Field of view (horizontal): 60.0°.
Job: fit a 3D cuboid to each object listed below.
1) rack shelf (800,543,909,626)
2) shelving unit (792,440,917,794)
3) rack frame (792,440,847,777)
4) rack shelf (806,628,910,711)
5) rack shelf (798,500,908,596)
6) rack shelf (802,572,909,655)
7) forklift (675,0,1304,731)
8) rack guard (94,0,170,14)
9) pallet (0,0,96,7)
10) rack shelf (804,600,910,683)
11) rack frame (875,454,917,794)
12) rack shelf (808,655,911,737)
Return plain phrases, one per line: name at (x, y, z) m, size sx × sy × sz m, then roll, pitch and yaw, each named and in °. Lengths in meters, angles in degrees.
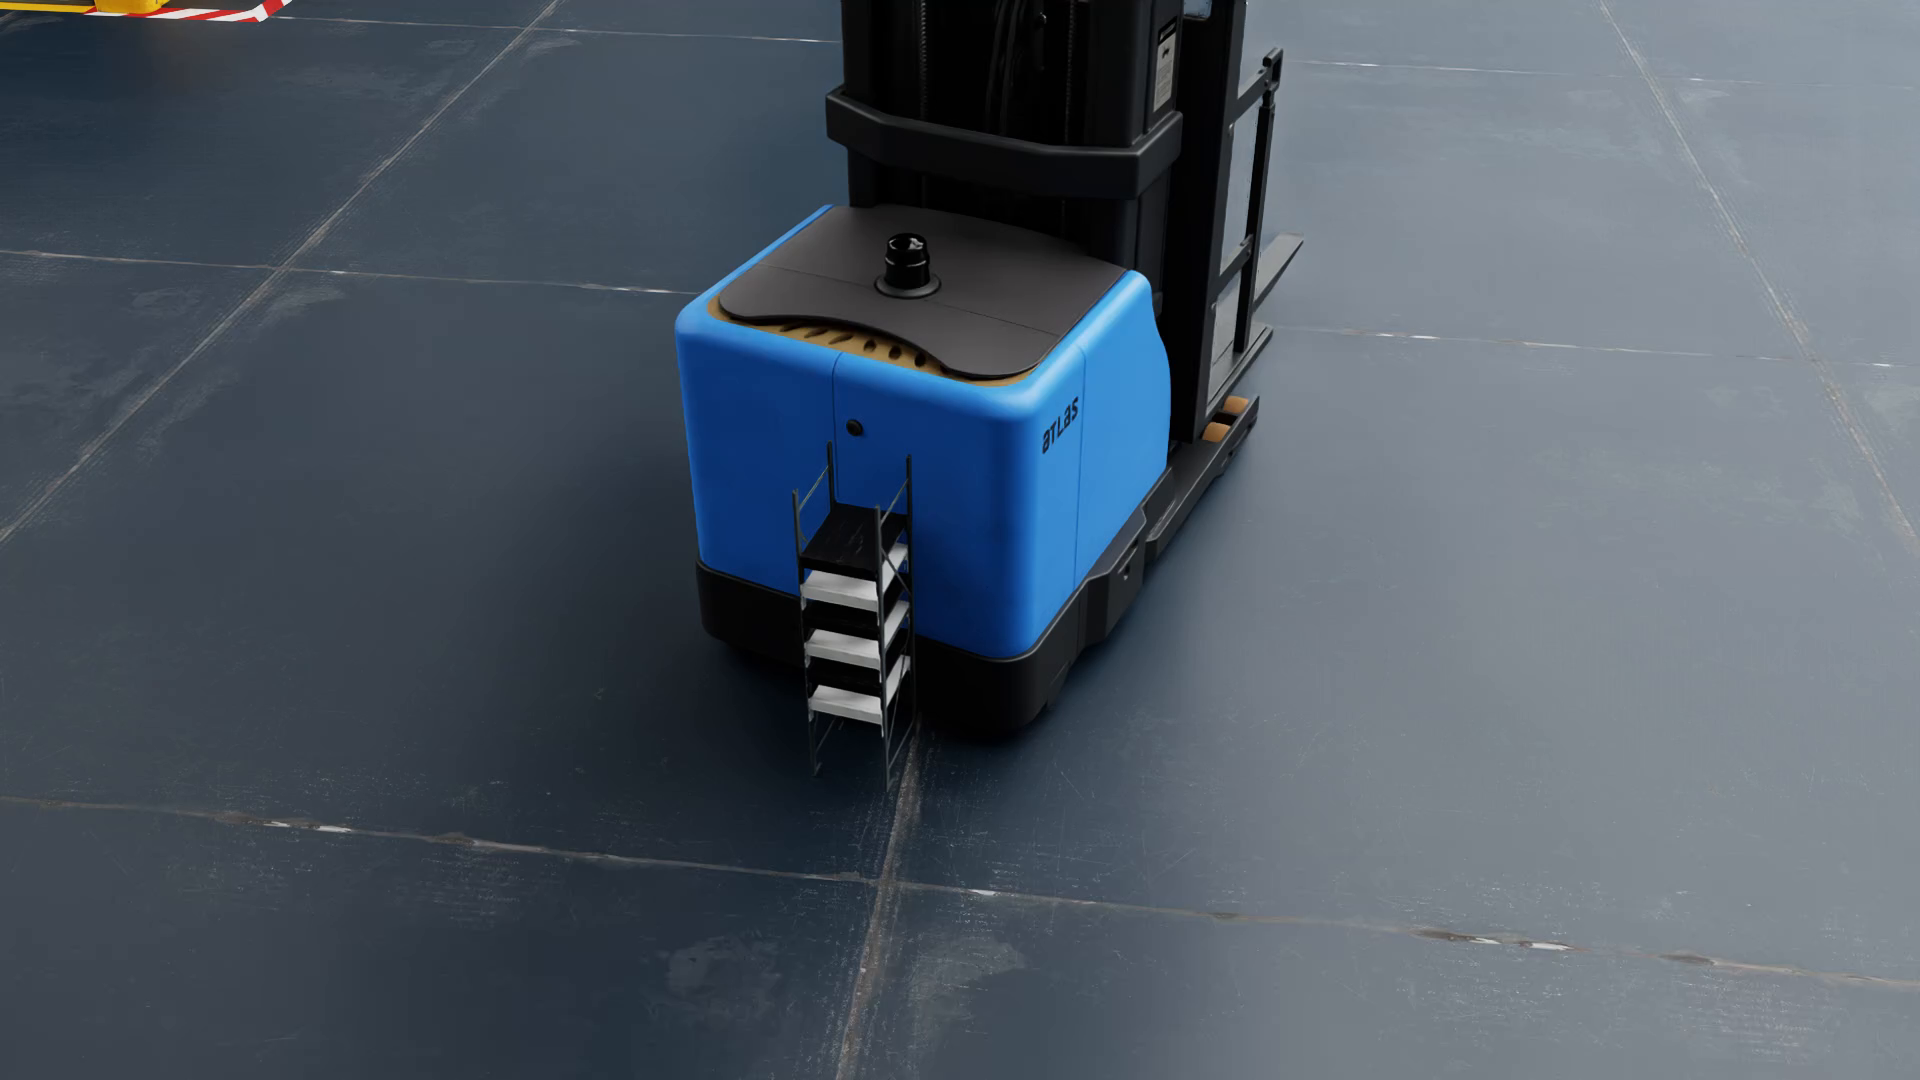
rack shelf at (-0.253, 0.090, 4.097) m, size 0.200 × 0.077 × 0.258 m, roll 10°, pitch 37°, yaw 14°
shelving unit at (-0.253, 0.209, 4.183) m, size 0.210 × 0.900 × 0.258 m, roll 10°, pitch 37°, yaw 14°
rack frame at (-0.350, 0.191, 4.208) m, size 0.006 × 0.900 × 0.240 m, roll 10°, pitch 37°, yaw 14°
rack shelf at (-0.253, 0.309, 4.254) m, size 0.200 × 0.077 × 0.258 m, roll 10°, pitch 37°, yaw 14°
rack shelf at (-0.253, 0.016, 4.045) m, size 0.200 × 0.077 × 0.258 m, roll 10°, pitch 37°, yaw 14°
rack shelf at (-0.253, 0.163, 4.150) m, size 0.200 × 0.077 × 0.258 m, roll 10°, pitch 37°, yaw 14°
forklift at (0.371, -1.526, 4.866) m, size 1.130 × 2.935 × 3.031 m, roll 16°, pitch 39°, yaw 22°
rack guard at (-4.689, -3.530, 9.766) m, size 0.348 × 0.500 × 1.175 m, roll 4°, pitch 36°, yaw 6°
pallet at (-5.494, -3.476, 9.938) m, size 1.213 × 0.211 × 1.003 m, roll 4°, pitch 36°, yaw 6°
rack shelf at (-0.253, 0.236, 4.202) m, size 0.200 × 0.077 × 0.258 m, roll 10°, pitch 37°, yaw 14°
rack frame at (-0.156, 0.227, 4.158) m, size 0.006 × 0.900 × 0.240 m, roll 10°, pitch 37°, yaw 14°
rack shelf at (-0.253, 0.383, 4.306) m, size 0.200 × 0.077 × 0.258 m, roll 10°, pitch 37°, yaw 14°
